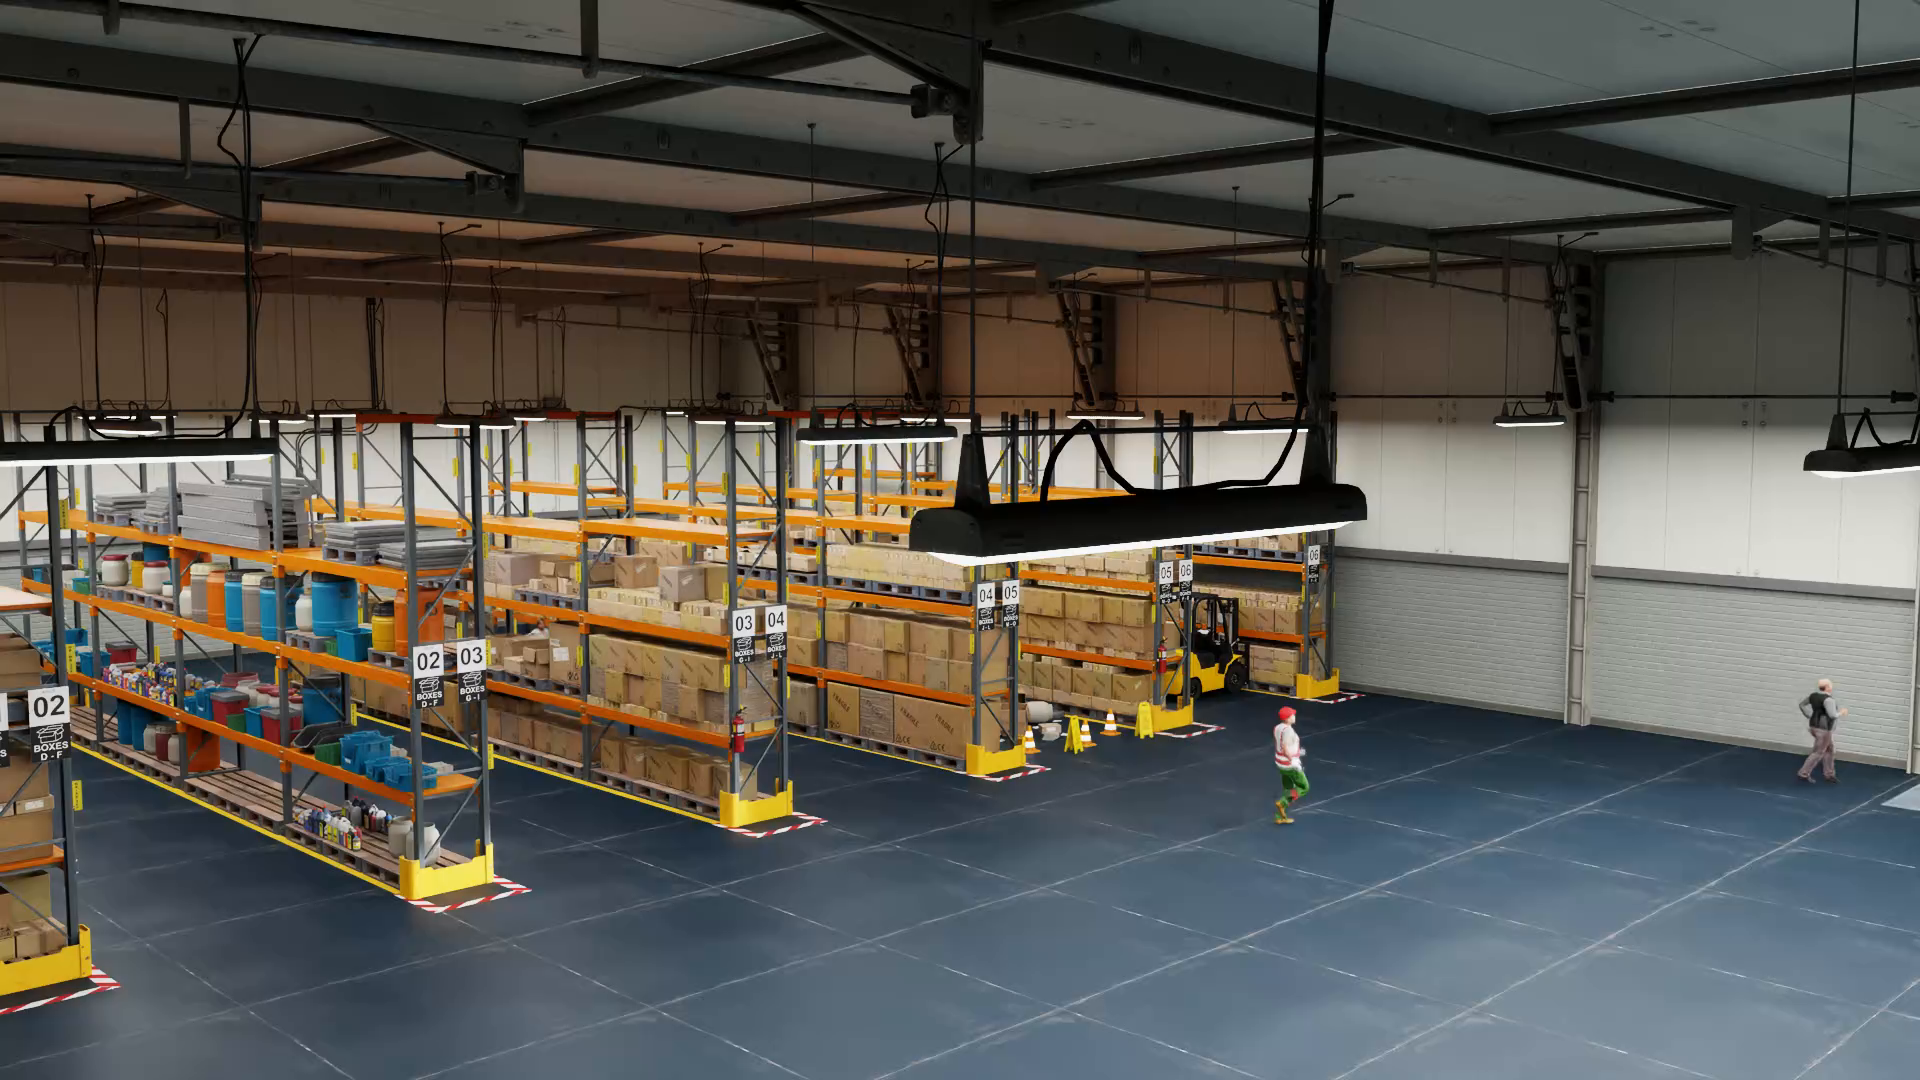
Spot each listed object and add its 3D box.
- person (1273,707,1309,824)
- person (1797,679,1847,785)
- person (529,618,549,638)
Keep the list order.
[{"bbox_3d":[4.889,3.323,24.573,0.581,1.740,0.652,-1,5,-15],"label":"person"},{"bbox_3d":[13.974,3.118,26.949,0.781,1.758,0.652,0,5,1],"label":"person"},{"bbox_3d":[-8.897,2.465,35.361,0.518,1.631,0.784,-4,7,-41],"label":"person"}]
